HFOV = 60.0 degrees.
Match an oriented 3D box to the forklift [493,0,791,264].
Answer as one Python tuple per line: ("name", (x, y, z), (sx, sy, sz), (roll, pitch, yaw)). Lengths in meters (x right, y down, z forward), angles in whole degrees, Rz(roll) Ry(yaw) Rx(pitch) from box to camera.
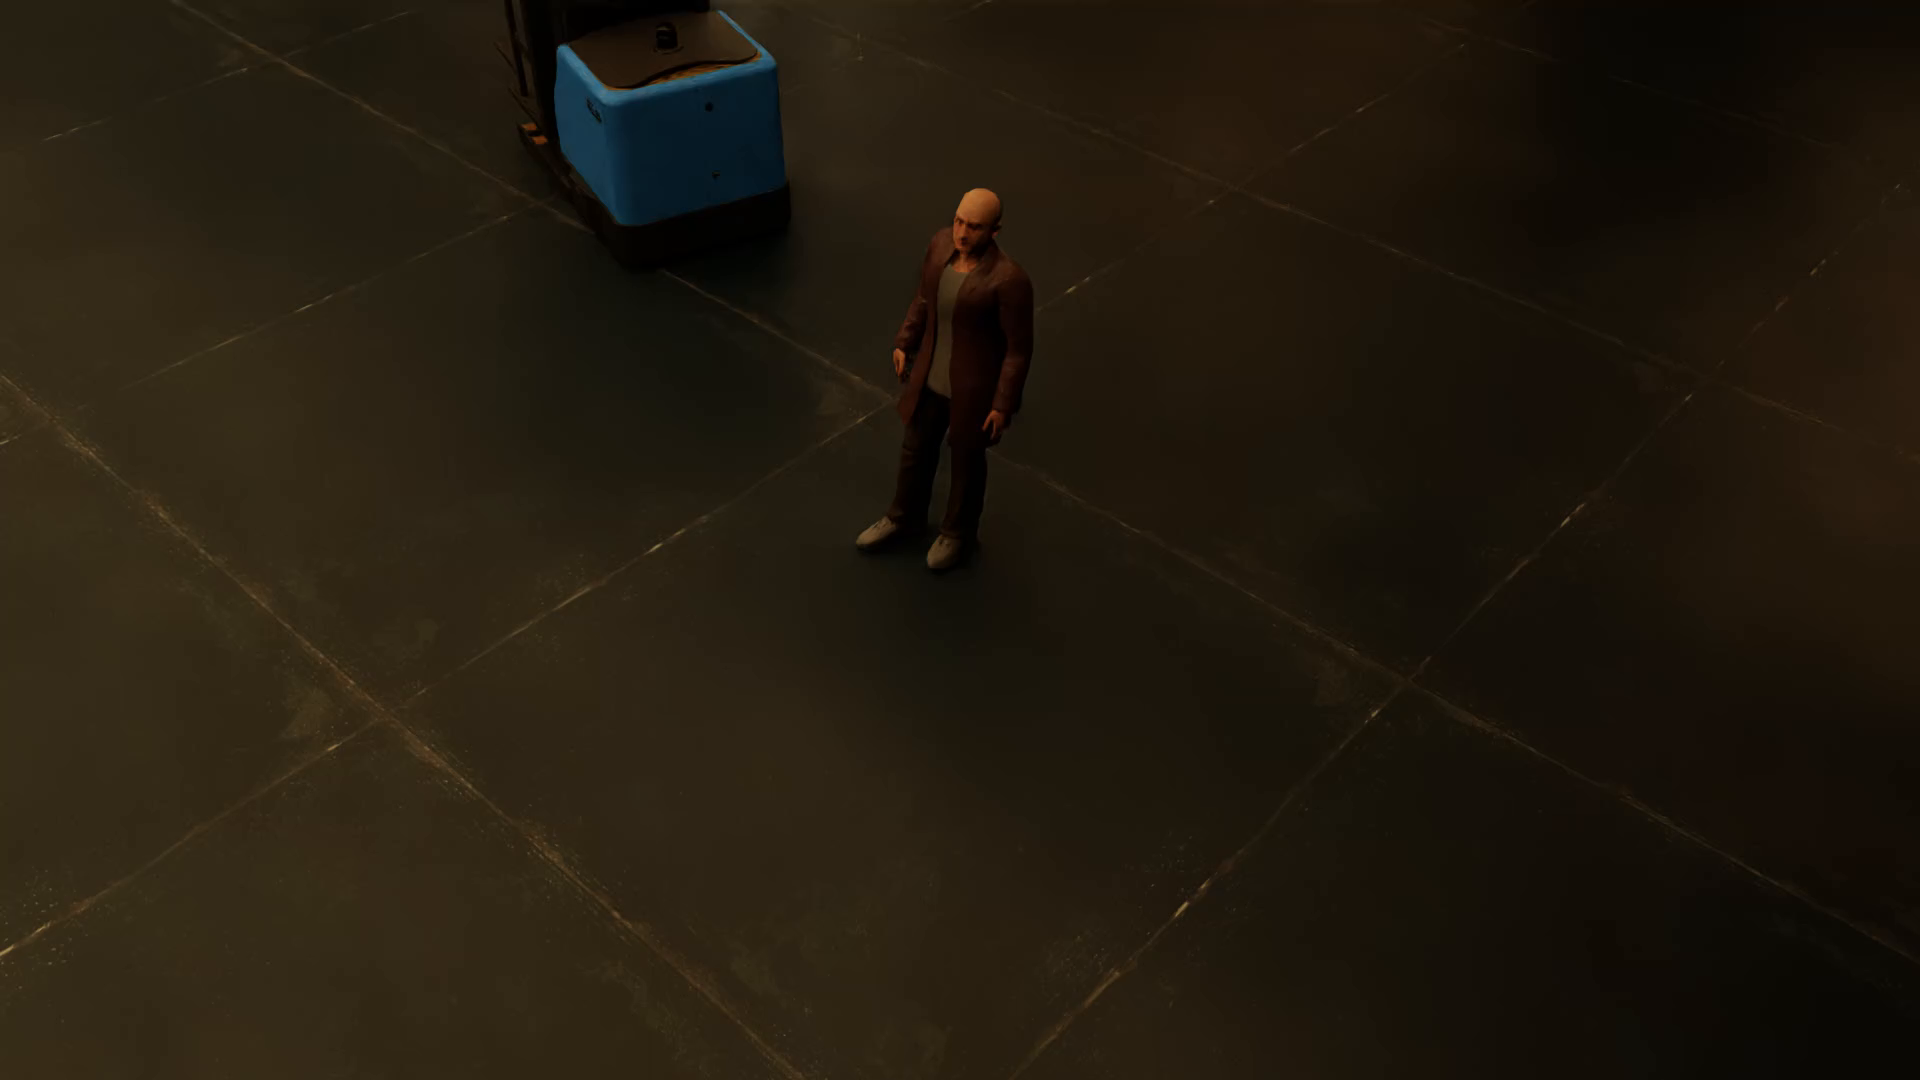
("forklift", (-2.149, -3.616, 9.643), (1.130, 2.935, 3.031), (-20, 45, -22))

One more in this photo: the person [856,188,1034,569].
("person", (-0.065, -0.638, 7.047), (0.694, 1.776, 0.580), (31, 49, 31))
